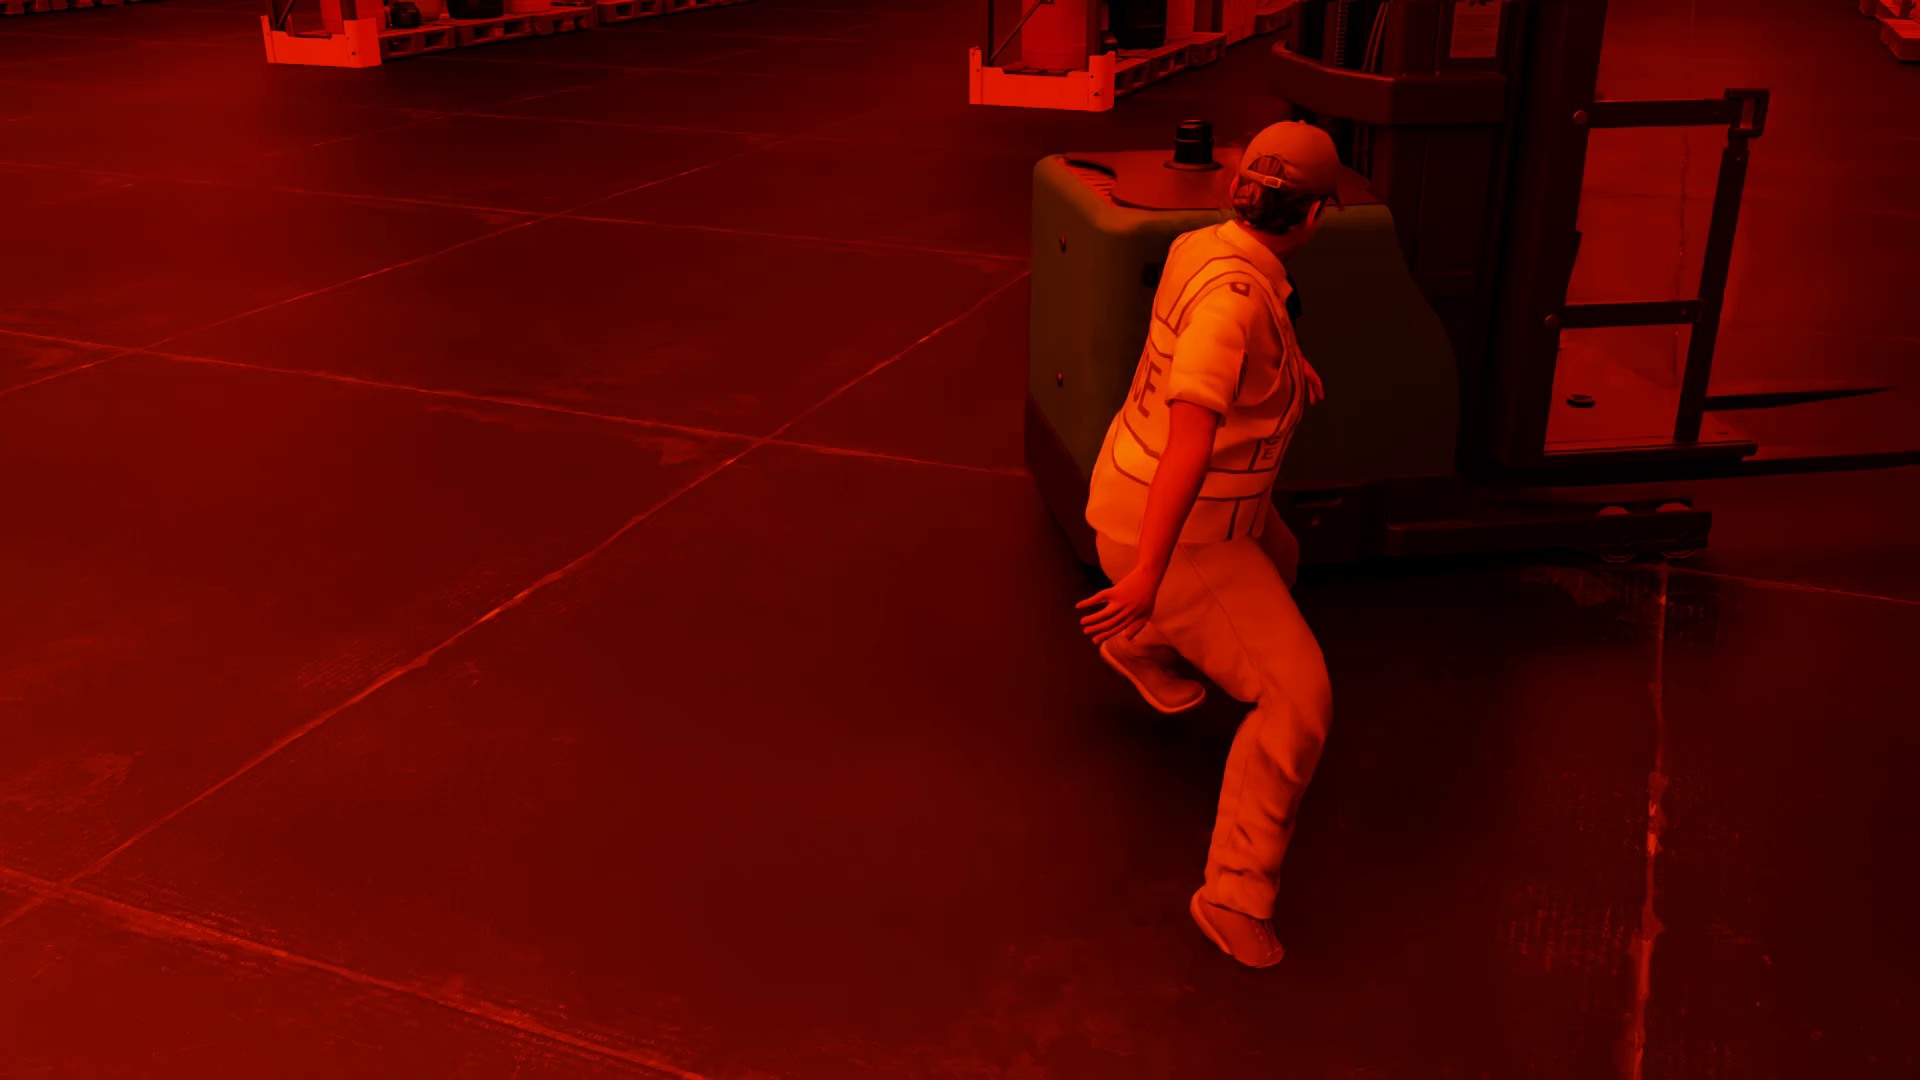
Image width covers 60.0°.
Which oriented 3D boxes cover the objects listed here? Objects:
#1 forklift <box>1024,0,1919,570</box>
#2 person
[{"bbox_3d":[1.776,-1.481,4.836,3.031,2.935,1.130,-3,23,-8],"label":"forklift"},{"bbox_3d":[0.497,-0.021,3.310,0.519,1.591,1.128,4,23,10],"label":"person"}]
